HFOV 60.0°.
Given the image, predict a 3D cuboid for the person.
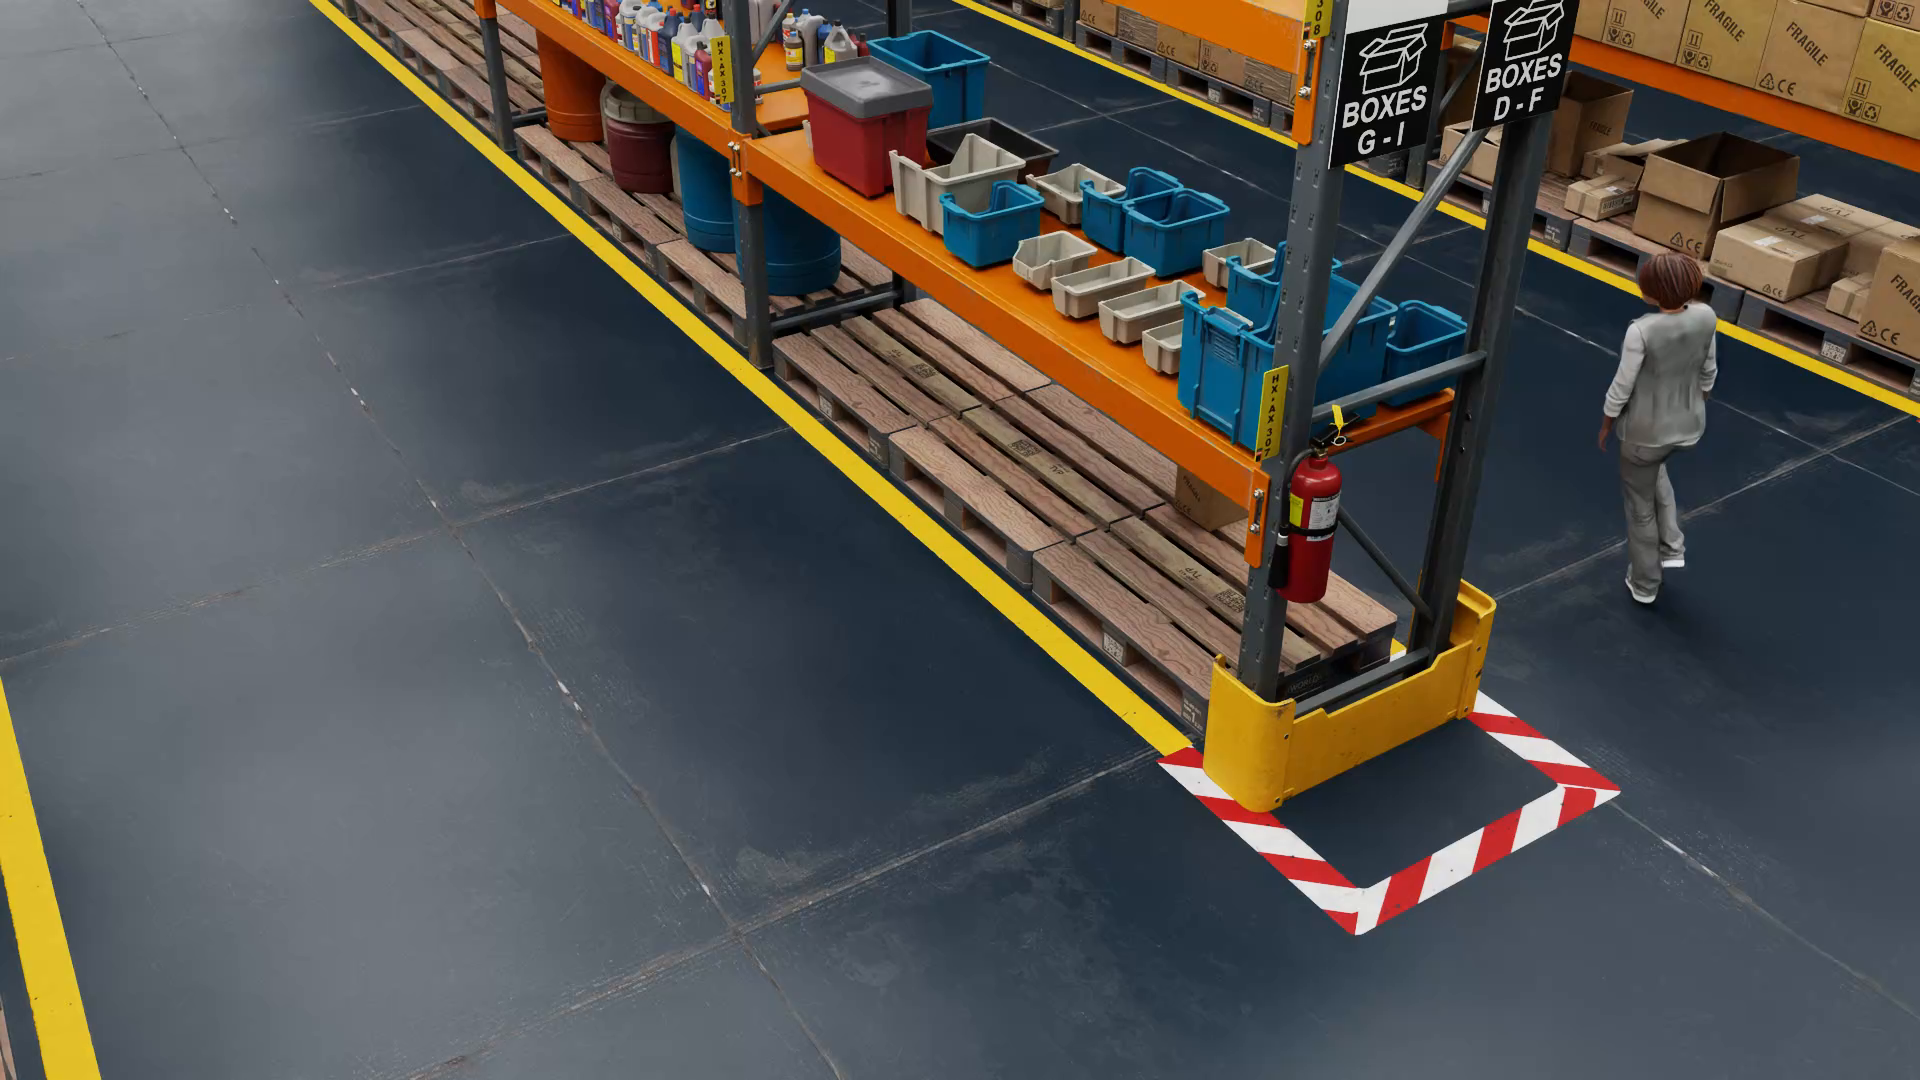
[{"bbox_3d":[2.854,-0.460,6.829,0.549,1.582,0.409,-6,34,-10],"label":"person"}]
